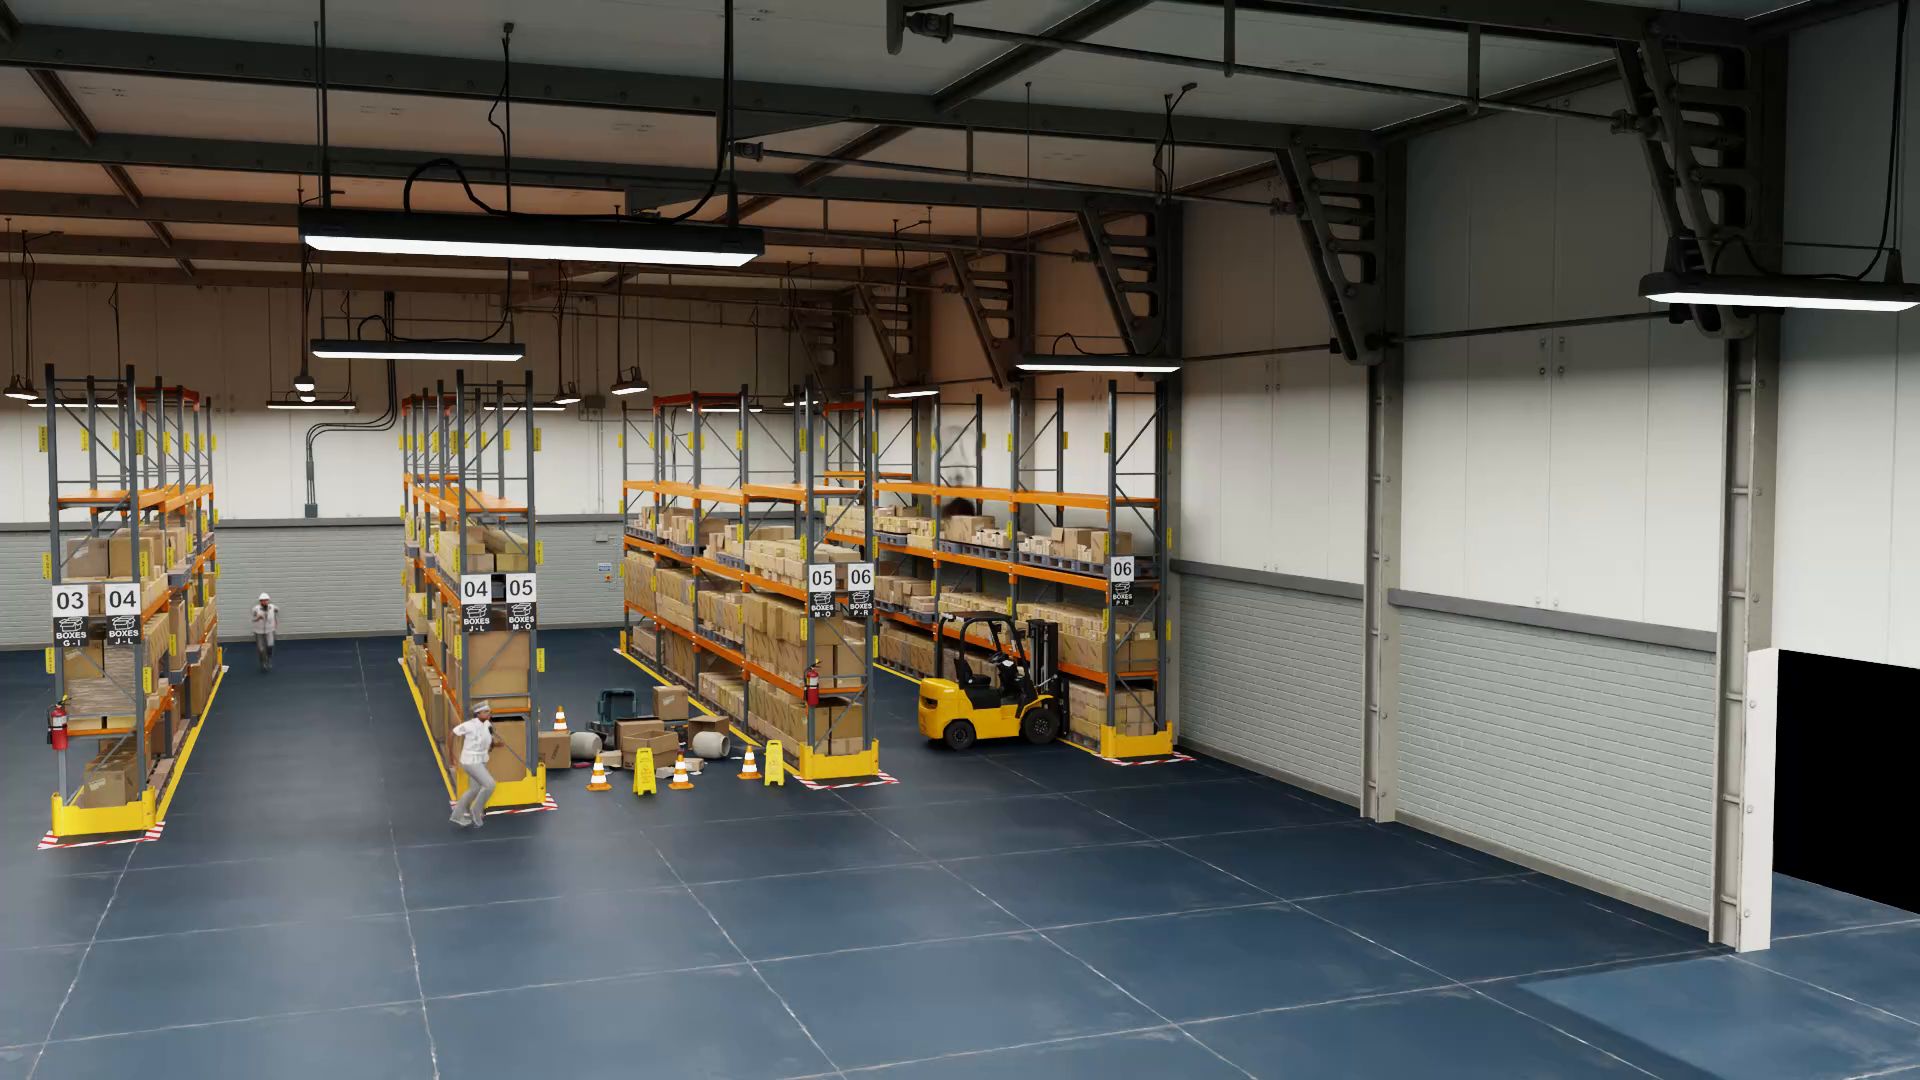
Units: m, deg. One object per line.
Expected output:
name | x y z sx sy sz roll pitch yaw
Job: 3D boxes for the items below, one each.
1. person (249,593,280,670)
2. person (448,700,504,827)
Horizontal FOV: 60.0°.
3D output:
person | -15.190 1.997 36.357 0.634 1.697 0.882 -2 4 -25
person | -6.272 2.895 21.545 0.781 1.653 0.607 1 3 17
